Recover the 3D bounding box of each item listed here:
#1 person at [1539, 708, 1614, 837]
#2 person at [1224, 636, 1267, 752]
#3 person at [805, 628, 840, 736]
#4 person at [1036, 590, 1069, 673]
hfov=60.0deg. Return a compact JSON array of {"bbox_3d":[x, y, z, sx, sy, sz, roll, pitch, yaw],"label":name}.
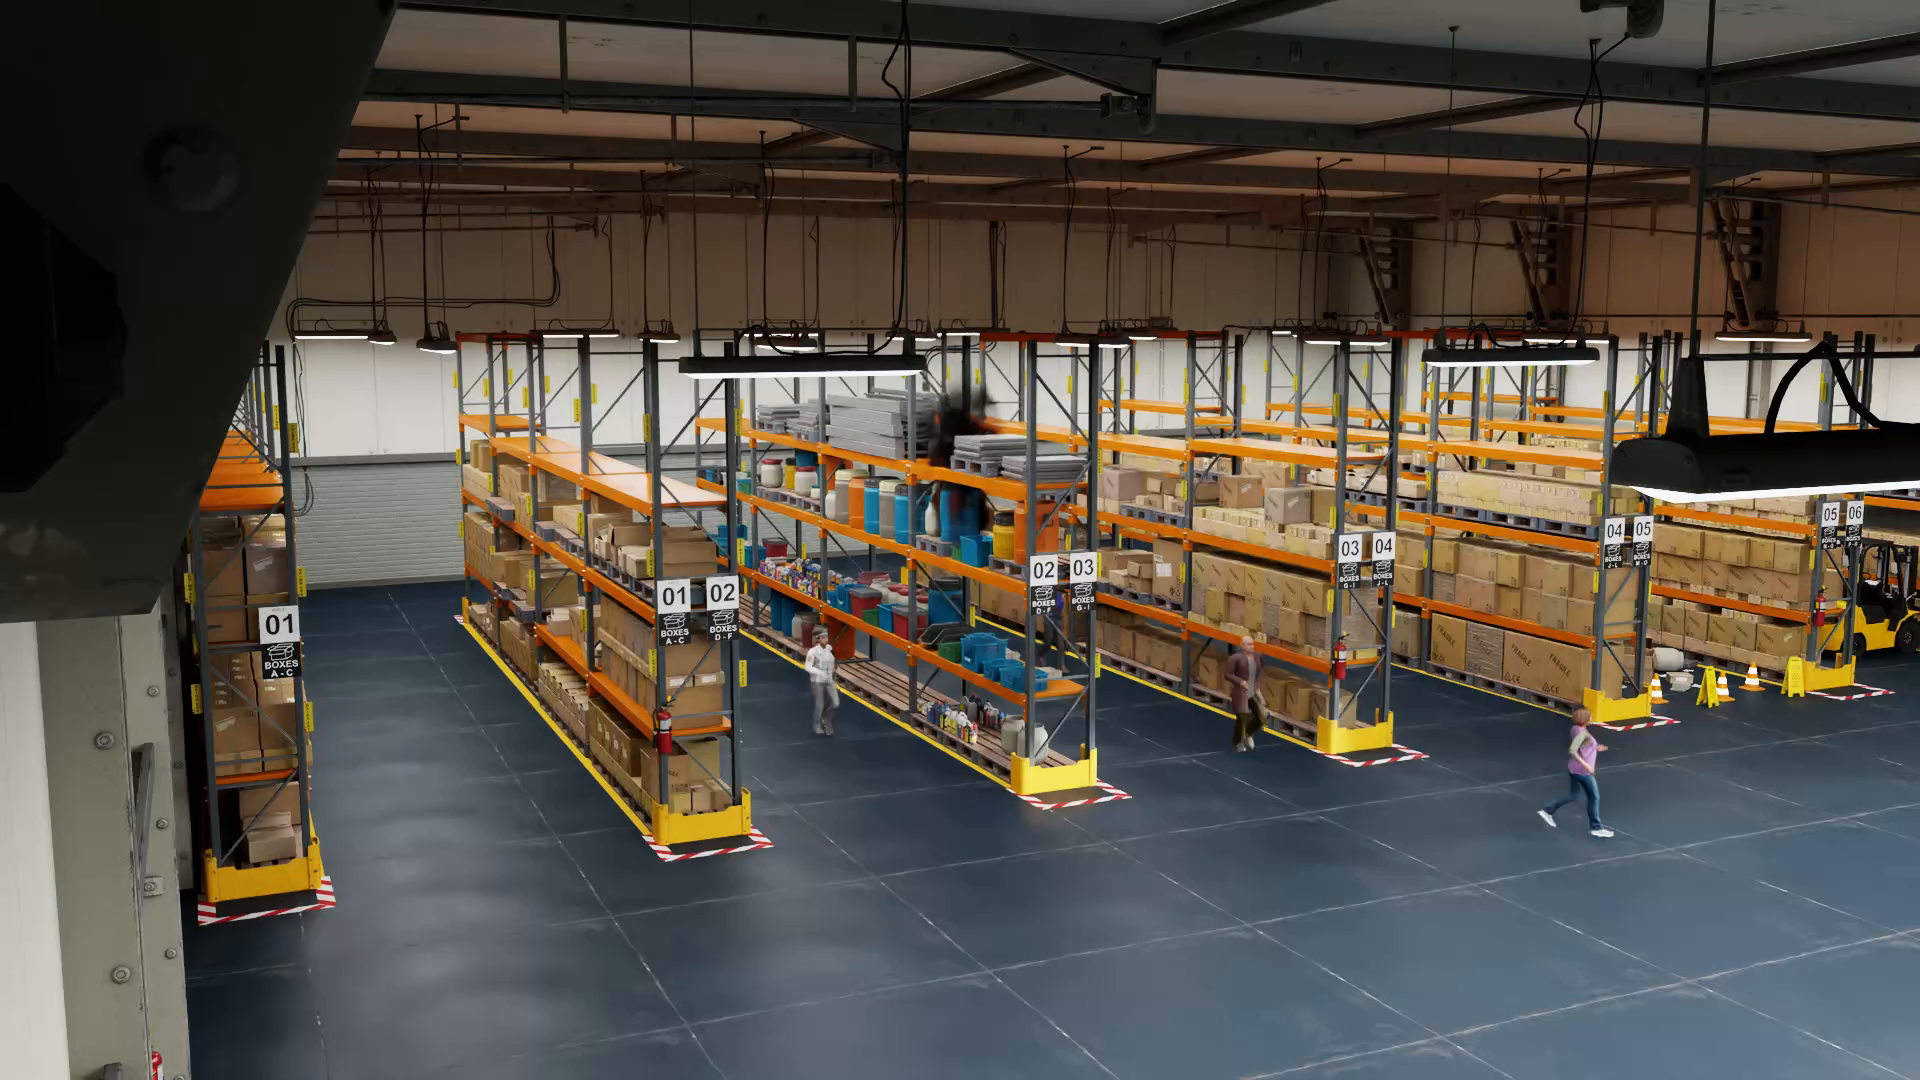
[{"bbox_3d":[7.525,2.817,20.201,0.886,1.579,0.542,0,8,3],"label":"person"},{"bbox_3d":[4.165,2.236,24.047,0.720,1.726,0.715,-3,8,-19],"label":"person"},{"bbox_3d":[-2.049,2.141,25.000,0.609,1.677,0.628,-5,9,-33],"label":"person"},{"bbox_3d":[1.670,1.502,29.663,0.586,1.633,0.891,-4,9,-28],"label":"person"}]
